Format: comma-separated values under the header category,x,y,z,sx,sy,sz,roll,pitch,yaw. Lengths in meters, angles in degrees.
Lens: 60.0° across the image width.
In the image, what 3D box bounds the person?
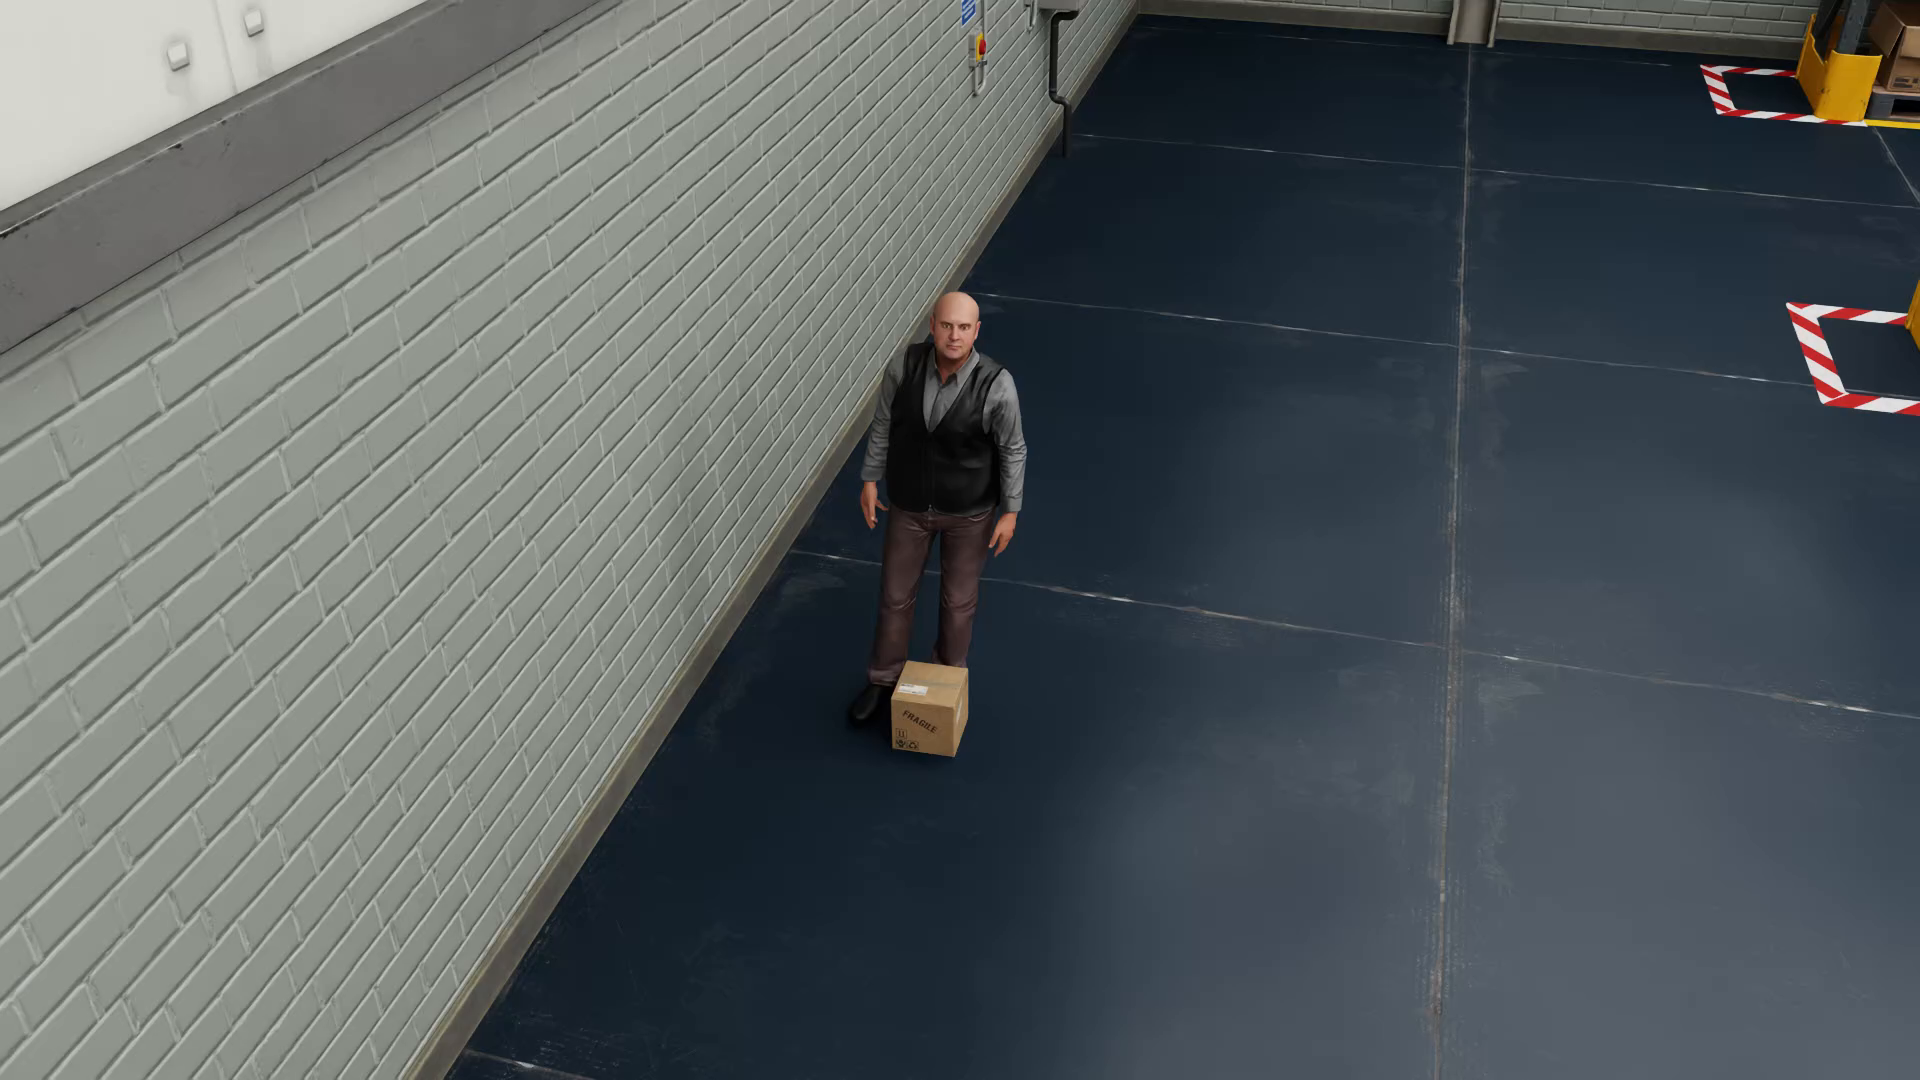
category,x,y,z,sx,sy,sz,roll,pitch,yaw
person,-0.091,-0.087,6.282,0.632,1.720,0.552,8,33,12
